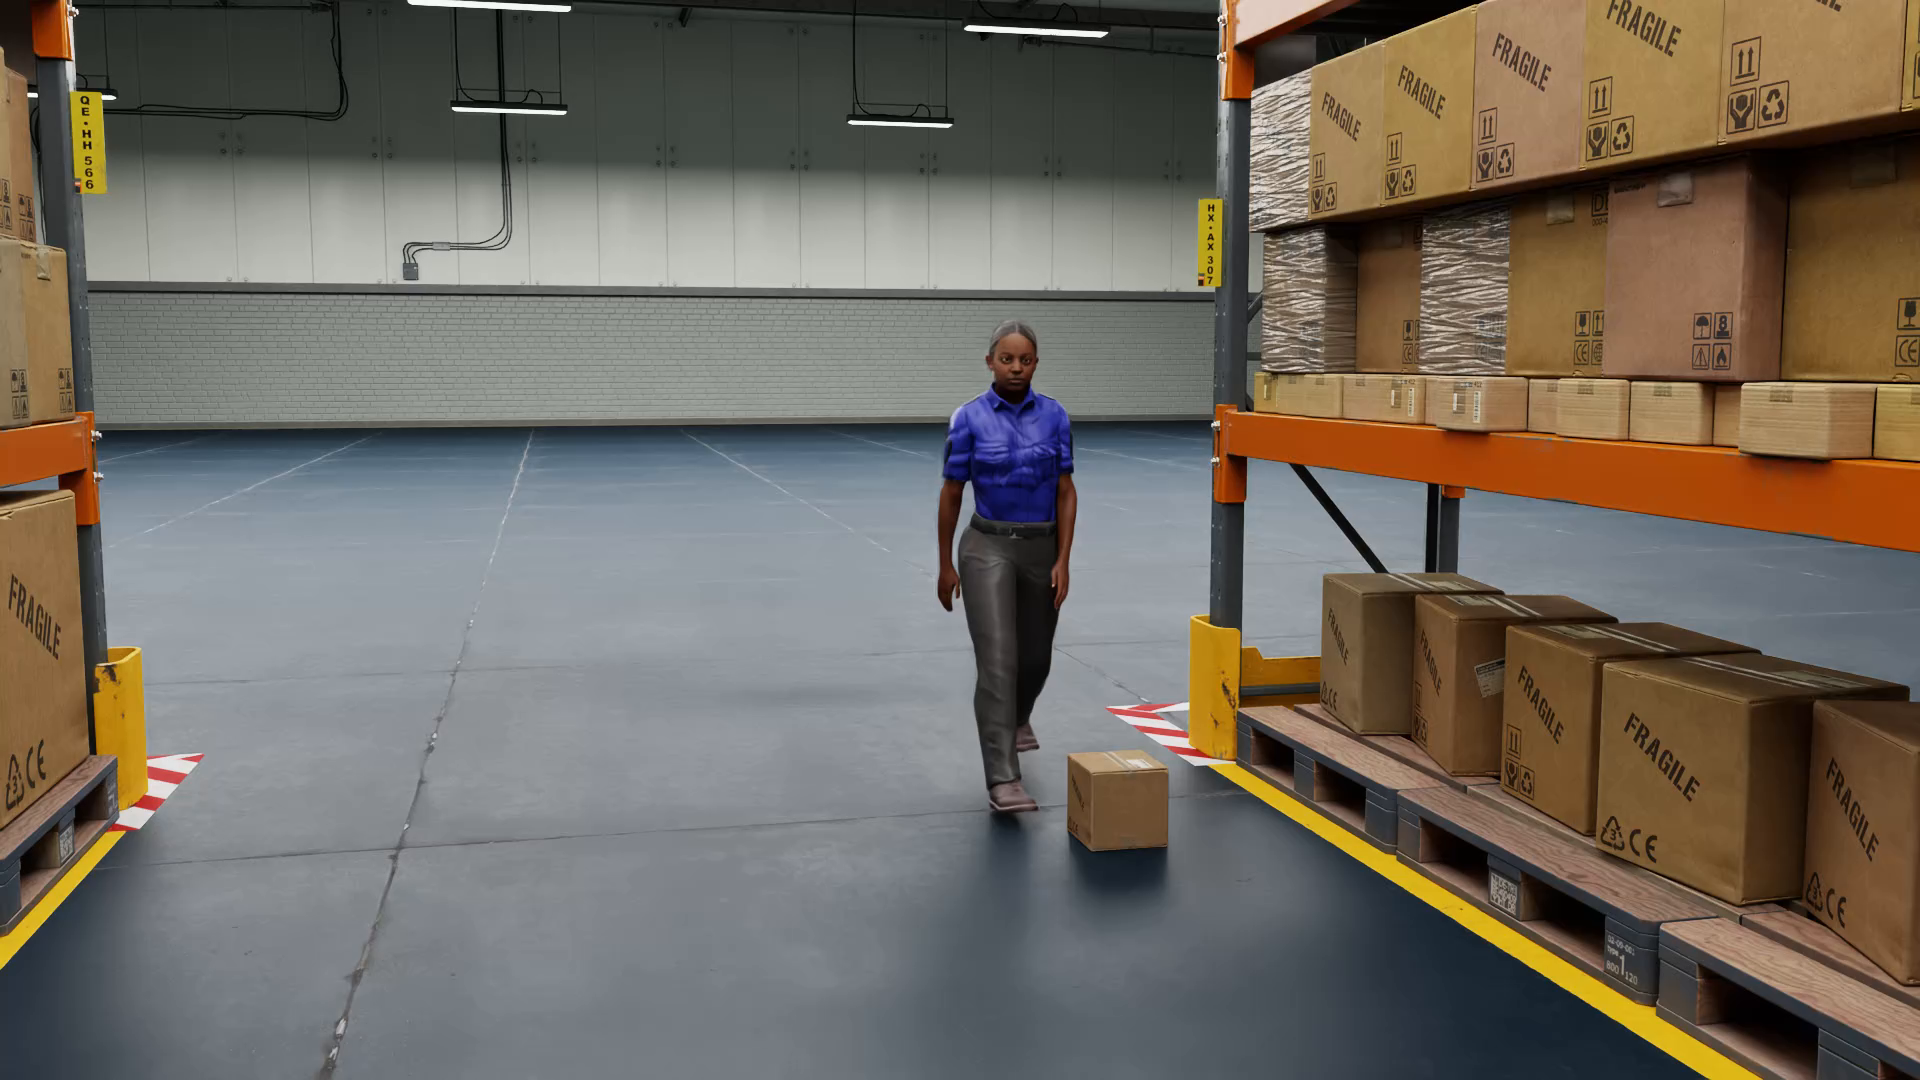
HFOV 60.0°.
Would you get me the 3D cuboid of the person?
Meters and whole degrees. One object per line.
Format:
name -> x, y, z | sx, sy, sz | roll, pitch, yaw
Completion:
person -> 0.158, 0.058, 5.711 | 0.460, 1.614, 0.993 | -2, 6, -16
